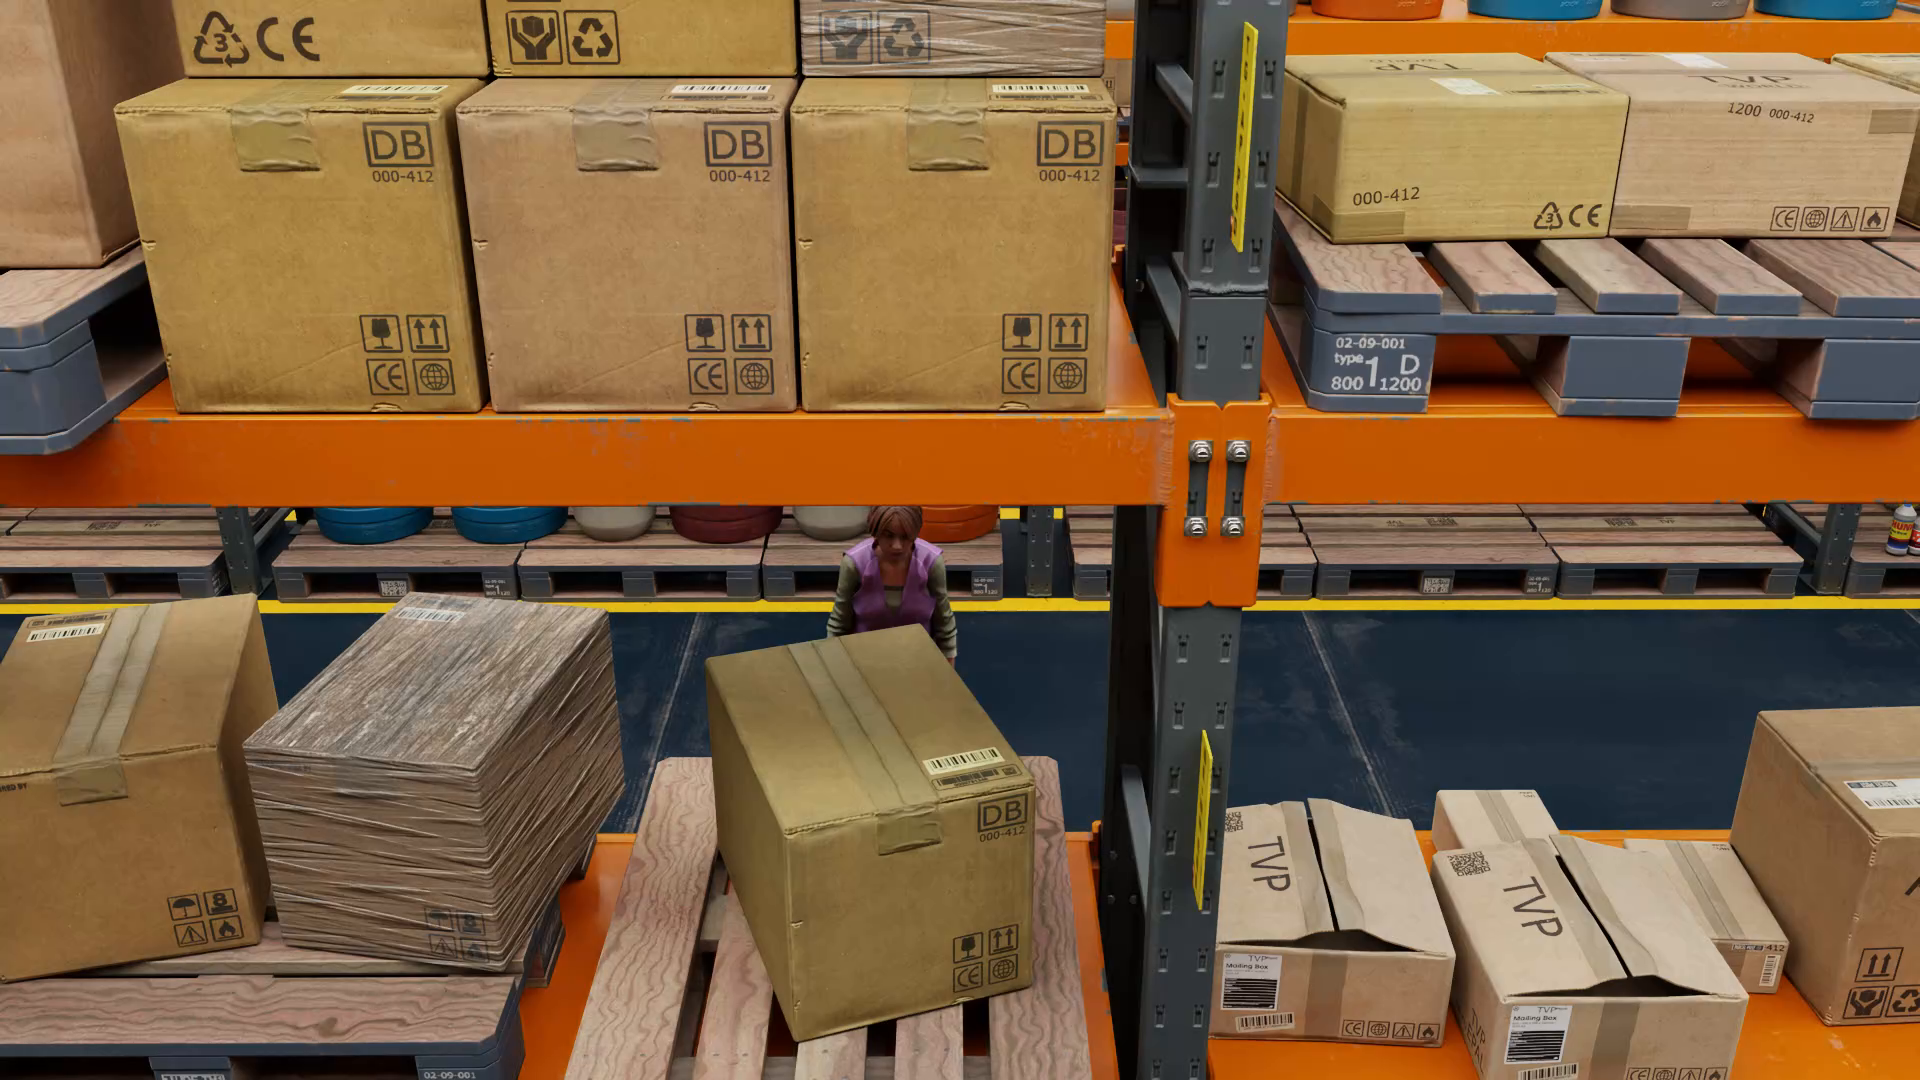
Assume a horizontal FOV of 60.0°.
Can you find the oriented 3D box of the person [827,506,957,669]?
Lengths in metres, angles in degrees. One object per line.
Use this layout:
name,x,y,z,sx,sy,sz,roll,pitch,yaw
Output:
person,-0.248,0.531,5.951,0.484,1.592,0.347,-2,25,-4
